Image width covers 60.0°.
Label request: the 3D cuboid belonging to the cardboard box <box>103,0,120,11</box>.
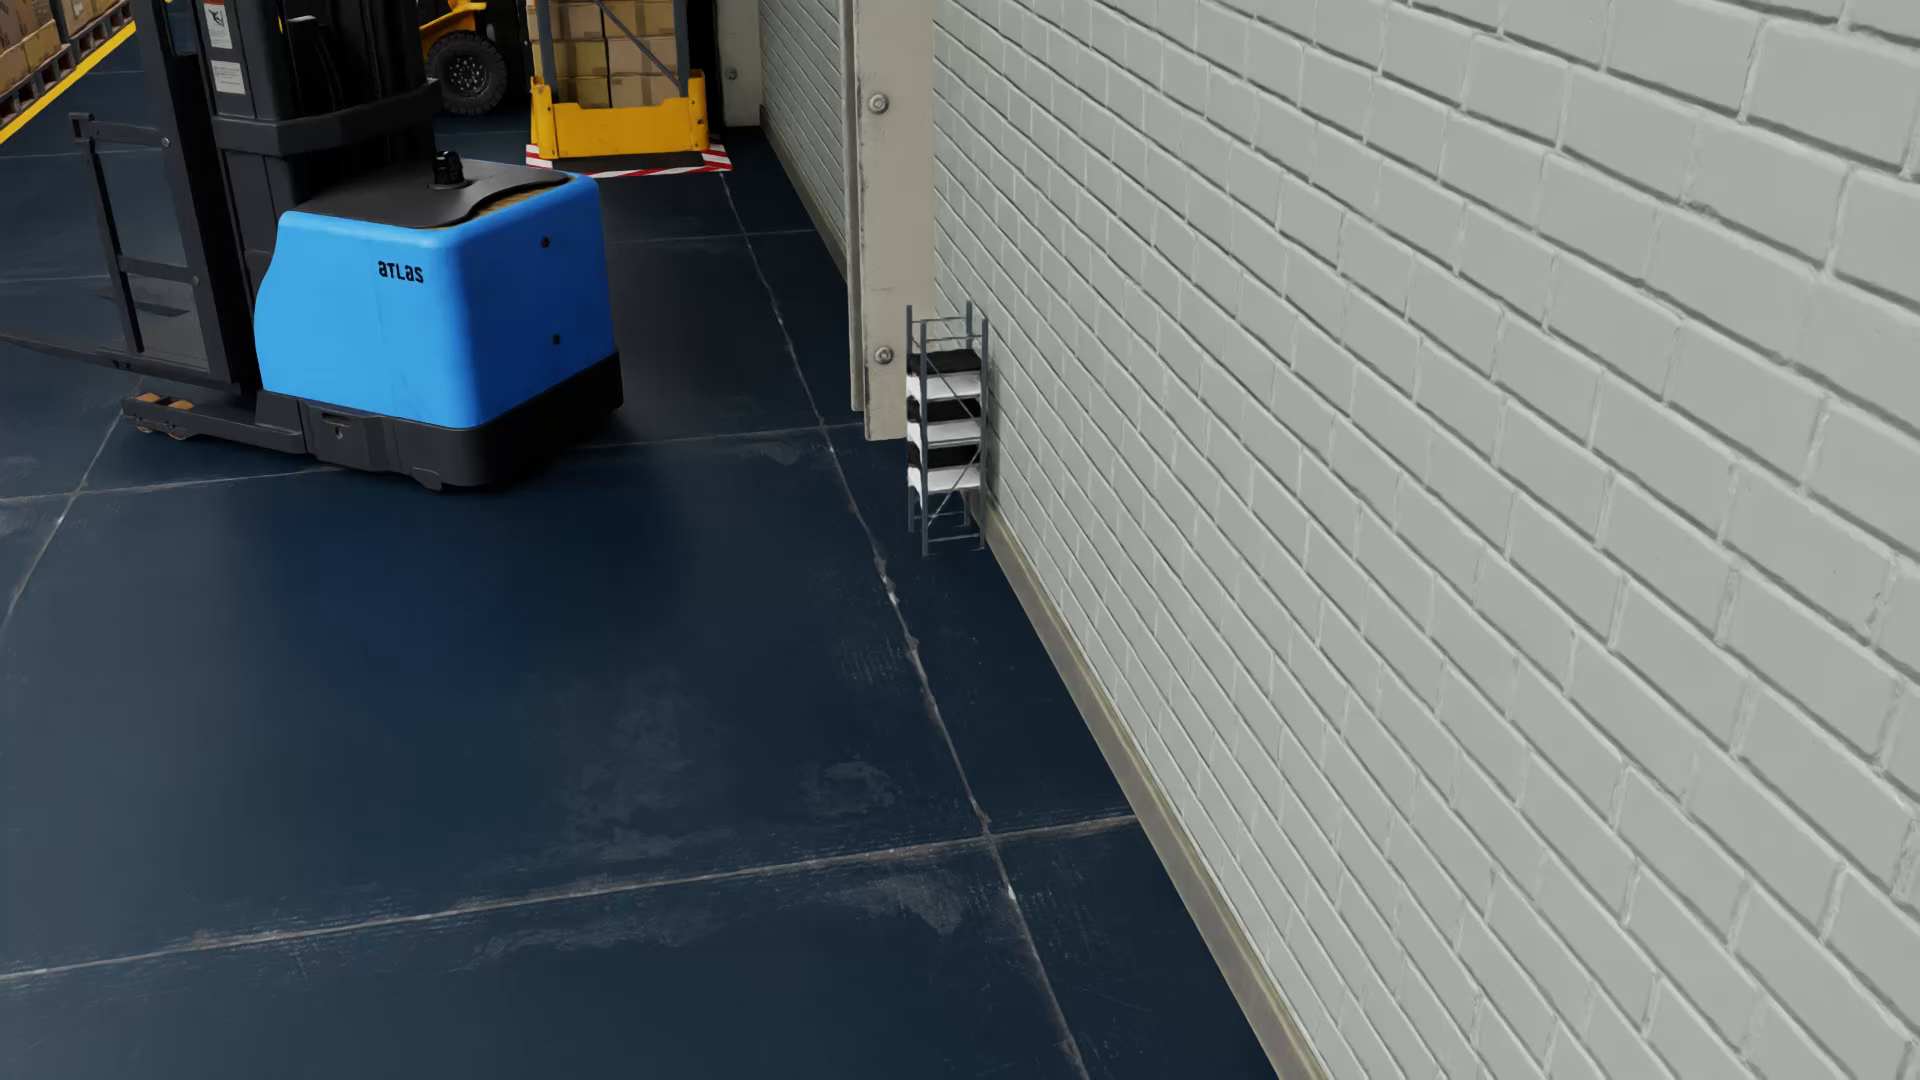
[{"bbox_3d":[-8.545,-5.216,15.705,0.950,0.372,0.625,-5,27,-10],"label":"cardboard box"}]

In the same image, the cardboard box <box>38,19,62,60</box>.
[{"bbox_3d":[-7.706,-4.079,13.587,0.500,0.250,0.500,-5,27,-9],"label":"cardboard box"}]

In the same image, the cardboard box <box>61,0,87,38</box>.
[{"bbox_3d":[-8.221,-4.595,14.476,0.950,0.372,0.625,-6,27,-11],"label":"cardboard box"}]

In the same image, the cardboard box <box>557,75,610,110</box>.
[{"bbox_3d":[-2.778,-3.235,11.915,0.500,0.250,0.500,-6,27,-11],"label":"cardboard box"}]

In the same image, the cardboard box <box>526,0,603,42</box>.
[{"bbox_3d":[-2.772,-3.677,11.683,0.500,0.250,0.500,-5,27,-10],"label":"cardboard box"}]

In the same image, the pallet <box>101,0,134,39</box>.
[{"bbox_3d":[-8.556,-4.984,15.891,1.003,0.211,1.213,-6,27,-12],"label":"pallet"}]

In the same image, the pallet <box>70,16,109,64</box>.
[{"bbox_3d":[-8.278,-4.448,14.828,1.003,0.211,1.213,-6,27,-12],"label":"pallet"}]

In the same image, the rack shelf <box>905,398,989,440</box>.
[{"bbox_3d":[-0.048,-0.449,6.014,0.258,0.077,0.200,-7,28,-14],"label":"rack shelf"}]

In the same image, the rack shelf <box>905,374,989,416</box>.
[{"bbox_3d":[-0.048,-0.529,5.973,0.258,0.077,0.200,-7,28,-14],"label":"rack shelf"}]

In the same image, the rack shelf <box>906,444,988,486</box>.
[{"bbox_3d":[-0.049,-0.288,6.095,0.258,0.077,0.200,-7,28,-14],"label":"rack shelf"}]

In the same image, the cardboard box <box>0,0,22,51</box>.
[{"bbox_3d":[-7.474,-3.966,12.532,0.500,0.500,0.500,-5,27,-9],"label":"cardboard box"}]

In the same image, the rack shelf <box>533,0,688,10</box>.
[{"bbox_3d":[-2.815,-4.657,12.947,1.077,0.370,4.000,-6,27,-12],"label":"rack shelf"}]

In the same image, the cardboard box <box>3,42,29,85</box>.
[{"bbox_3d":[-7.466,-3.622,12.683,0.500,0.250,0.500,-6,27,-11],"label":"cardboard box"}]

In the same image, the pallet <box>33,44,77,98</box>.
[{"bbox_3d":[-7.915,-3.815,13.574,1.003,0.211,1.213,-6,27,-12],"label":"pallet"}]

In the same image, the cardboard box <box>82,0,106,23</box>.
[{"bbox_3d":[-8.387,-4.911,15.100,0.950,0.372,0.625,-4,27,-8],"label":"cardboard box"}]

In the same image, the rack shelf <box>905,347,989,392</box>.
[{"bbox_3d":[-0.047,-0.610,5.933,0.258,0.077,0.200,-7,28,-14],"label":"rack shelf"}]

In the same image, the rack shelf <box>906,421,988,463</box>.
[{"bbox_3d":[-0.049,-0.369,6.054,0.258,0.077,0.200,-7,28,-14],"label":"rack shelf"}]

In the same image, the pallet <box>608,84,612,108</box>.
[{"bbox_3d":[-2.577,-3.187,12.330,1.003,0.211,1.213,-6,27,-12],"label":"pallet"}]

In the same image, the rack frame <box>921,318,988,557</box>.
[{"bbox_3d":[-0.021,-0.354,5.952,0.240,0.900,0.006,-7,28,-14],"label":"rack frame"}]

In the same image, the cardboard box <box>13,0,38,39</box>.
[{"bbox_3d":[-7.590,-4.190,12.976,0.500,0.500,0.500,-5,27,-11],"label":"cardboard box"}]

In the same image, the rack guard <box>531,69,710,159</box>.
[{"bbox_3d":[-2.359,-2.974,11.588,1.175,0.500,0.348,-6,27,-12],"label":"rack guard"}]

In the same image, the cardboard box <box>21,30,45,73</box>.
[{"bbox_3d":[-7.576,-3.846,13.126,0.500,0.250,0.500,-7,28,-13],"label":"cardboard box"}]

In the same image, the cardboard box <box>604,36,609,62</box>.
[{"bbox_3d":[-2.392,-3.730,12.342,0.500,0.250,0.500,-6,27,-12],"label":"cardboard box"}]

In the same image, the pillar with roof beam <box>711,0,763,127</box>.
[{"bbox_3d":[-5.837,-6.739,9.614,9.100,9.000,0.400,-6,27,-12],"label":"pillar with roof beam"}]

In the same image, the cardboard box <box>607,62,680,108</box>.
[{"bbox_3d":[-2.284,-3.296,12.037,0.500,0.250,0.500,-6,27,-11],"label":"cardboard box"}]

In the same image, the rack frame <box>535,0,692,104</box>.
[{"bbox_3d":[-2.364,-4.101,11.045,1.000,3.000,0.127,-6,27,-12],"label":"rack frame"}]

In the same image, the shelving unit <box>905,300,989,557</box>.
[{"bbox_3d":[-0.048,-0.398,6.039,0.258,0.900,0.210,-7,28,-14],"label":"shelving unit"}]

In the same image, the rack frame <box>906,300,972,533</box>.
[{"bbox_3d":[-0.076,-0.443,6.127,0.240,0.900,0.006,-7,28,-14],"label":"rack frame"}]

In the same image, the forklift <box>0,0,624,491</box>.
[{"bbox_3d":[-3.033,-1.936,6.833,3.031,2.935,1.130,12,29,22],"label":"forklift"}]

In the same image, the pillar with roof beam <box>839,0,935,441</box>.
[{"bbox_3d":[-4.485,-4.105,4.396,9.100,9.000,0.400,-6,27,-12],"label":"pillar with roof beam"}]

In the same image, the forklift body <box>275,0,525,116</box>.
[{"bbox_3d":[-4.569,-4.369,12.519,2.313,2.155,1.214,-6,27,-12],"label":"forklift body"}]

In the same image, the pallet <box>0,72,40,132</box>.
[{"bbox_3d":[-7.637,-3.278,12.511,1.003,0.211,1.213,-6,27,-12],"label":"pallet"}]

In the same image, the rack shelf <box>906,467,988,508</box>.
[{"bbox_3d":[-0.049,-0.208,6.135,0.258,0.077,0.200,-7,28,-14],"label":"rack shelf"}]

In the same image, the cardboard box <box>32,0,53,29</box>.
[{"bbox_3d":[-7.706,-4.413,13.418,0.500,0.500,0.500,-6,27,-12],"label":"cardboard box"}]

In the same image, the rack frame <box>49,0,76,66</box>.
[{"bbox_3d":[-8.101,-5.351,13.522,1.000,3.000,0.127,-6,27,-12],"label":"rack frame"}]

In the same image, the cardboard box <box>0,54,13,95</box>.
[{"bbox_3d":[-7.355,-3.400,12.243,0.500,0.250,0.500,-4,27,-8],"label":"cardboard box"}]

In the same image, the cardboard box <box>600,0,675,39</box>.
[{"bbox_3d":[-2.288,-3.737,11.801,0.500,0.250,0.500,-6,27,-12],"label":"cardboard box"}]

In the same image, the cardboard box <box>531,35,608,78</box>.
[{"bbox_3d":[-2.779,-3.466,11.818,0.500,0.250,0.500,-6,27,-12],"label":"cardboard box"}]

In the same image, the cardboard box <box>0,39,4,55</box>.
[{"bbox_3d":[-7.345,-3.732,12.069,0.500,0.500,0.500,-5,27,-11],"label":"cardboard box"}]

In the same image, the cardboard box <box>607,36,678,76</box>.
[{"bbox_3d":[-2.268,-3.511,11.908,0.500,0.250,0.500,-5,27,-11],"label":"cardboard box"}]
